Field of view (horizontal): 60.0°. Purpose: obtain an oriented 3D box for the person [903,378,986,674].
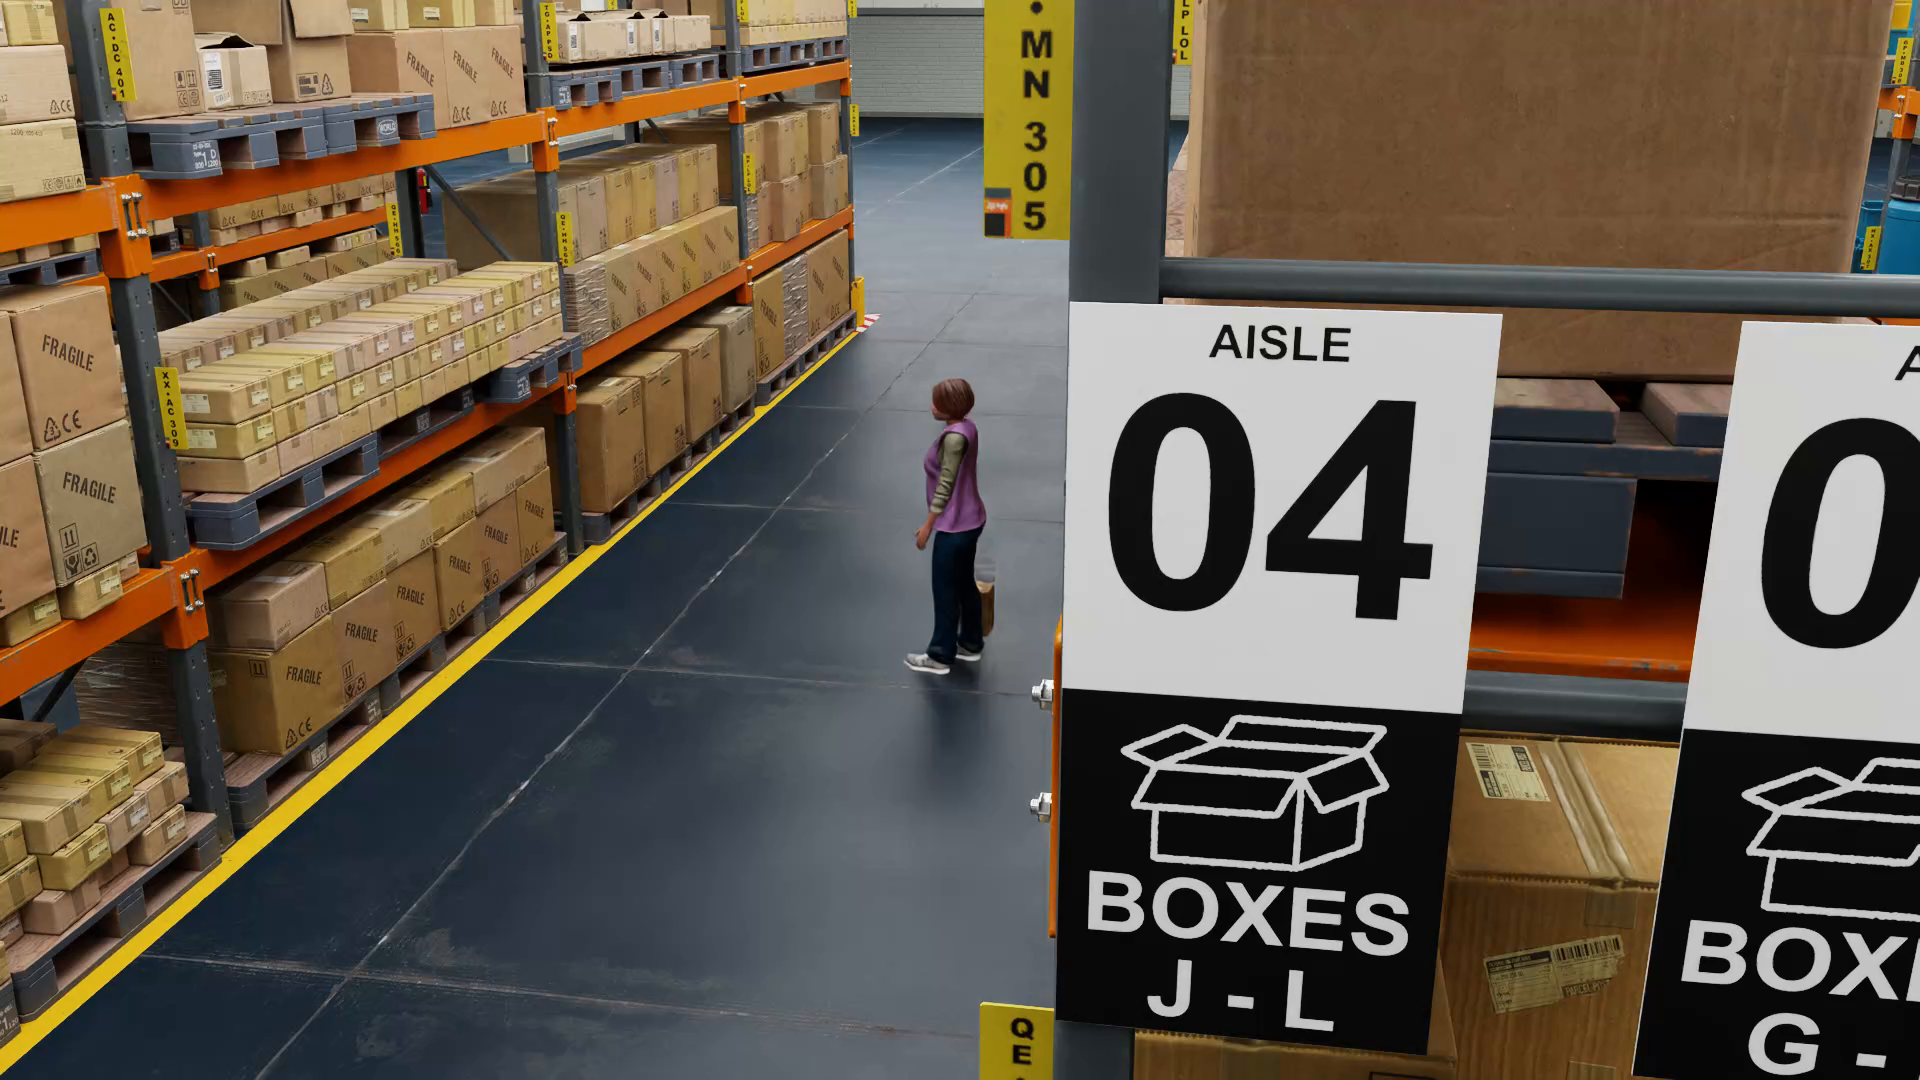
[{"bbox_3d":[-0.075,-0.075,8.728,0.438,1.605,0.452,3,18,10],"label":"person"}]
